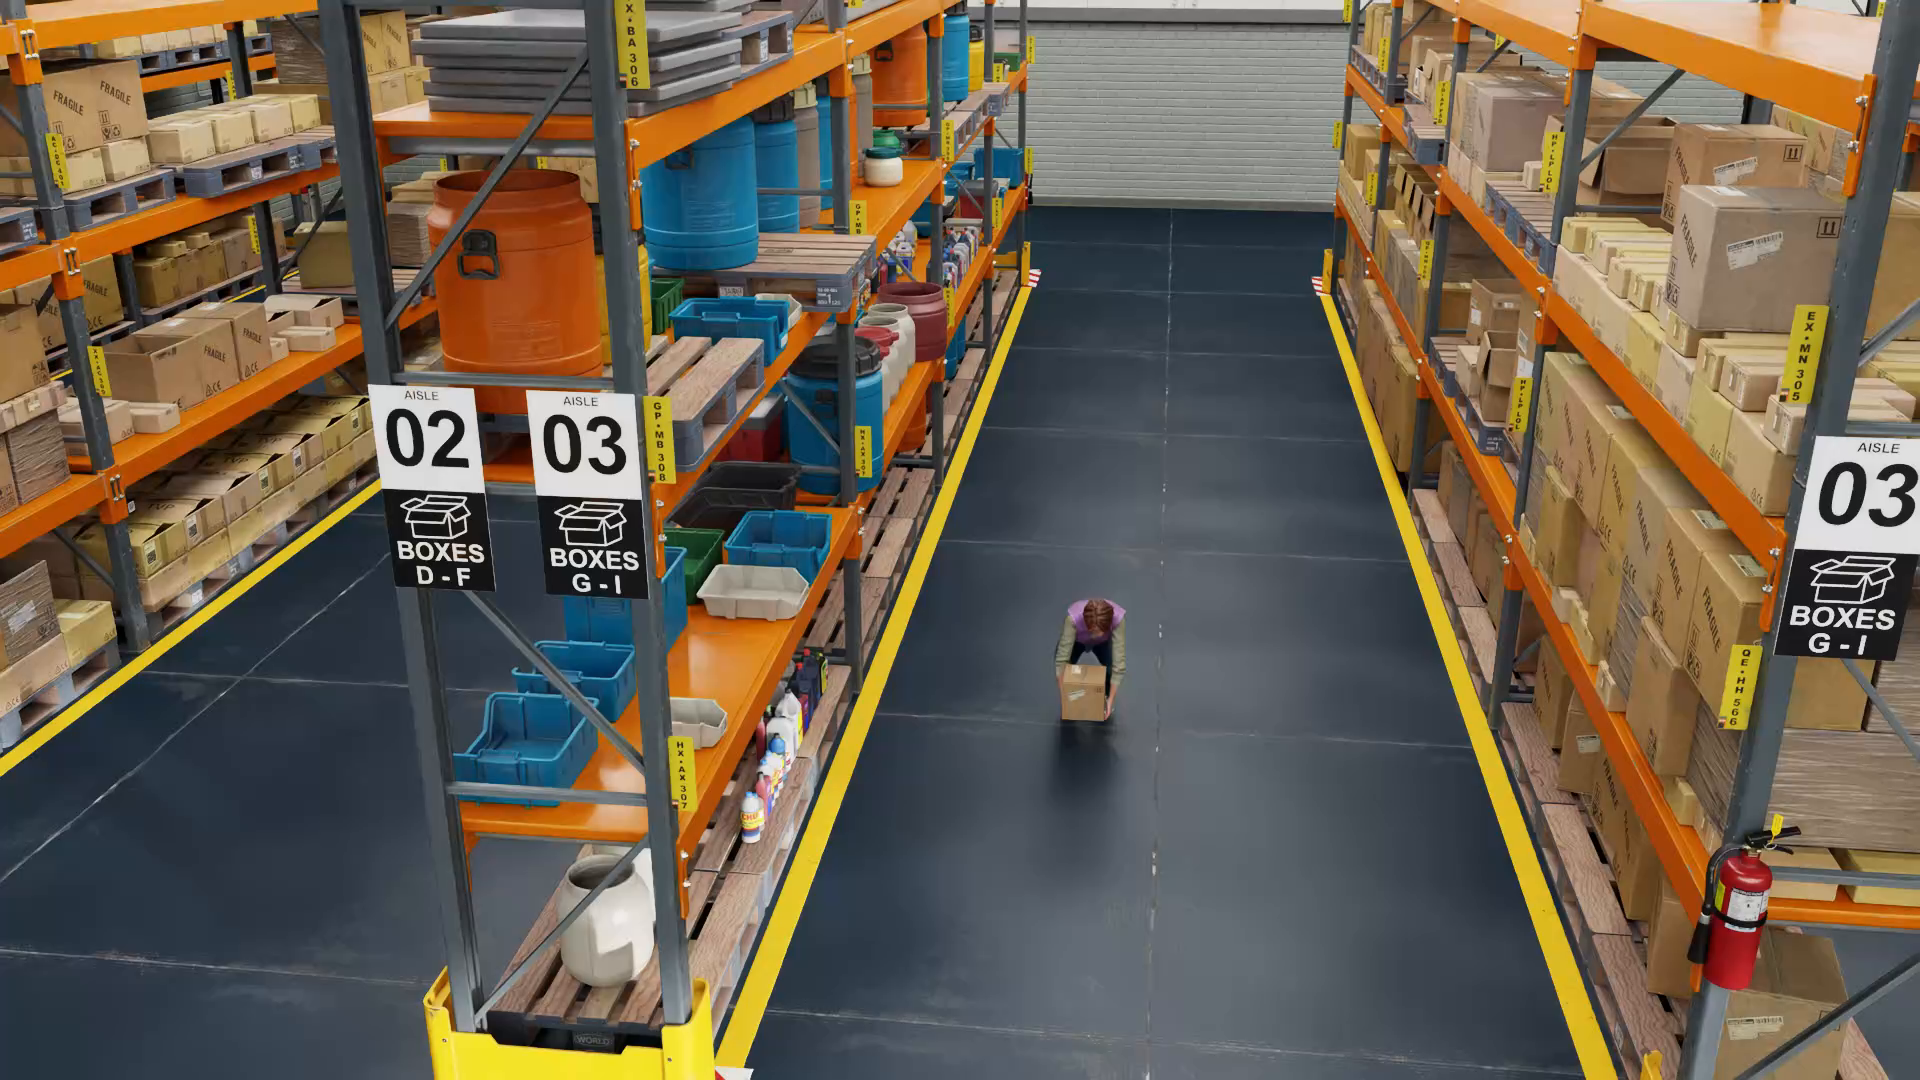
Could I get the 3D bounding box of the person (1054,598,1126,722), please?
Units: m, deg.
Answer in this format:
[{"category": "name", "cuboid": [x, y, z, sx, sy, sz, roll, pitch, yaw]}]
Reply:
[{"category": "person", "cuboid": [0.815, 0.691, 10.326, 0.438, 0.882, 0.811, 2, 22, 6]}]
